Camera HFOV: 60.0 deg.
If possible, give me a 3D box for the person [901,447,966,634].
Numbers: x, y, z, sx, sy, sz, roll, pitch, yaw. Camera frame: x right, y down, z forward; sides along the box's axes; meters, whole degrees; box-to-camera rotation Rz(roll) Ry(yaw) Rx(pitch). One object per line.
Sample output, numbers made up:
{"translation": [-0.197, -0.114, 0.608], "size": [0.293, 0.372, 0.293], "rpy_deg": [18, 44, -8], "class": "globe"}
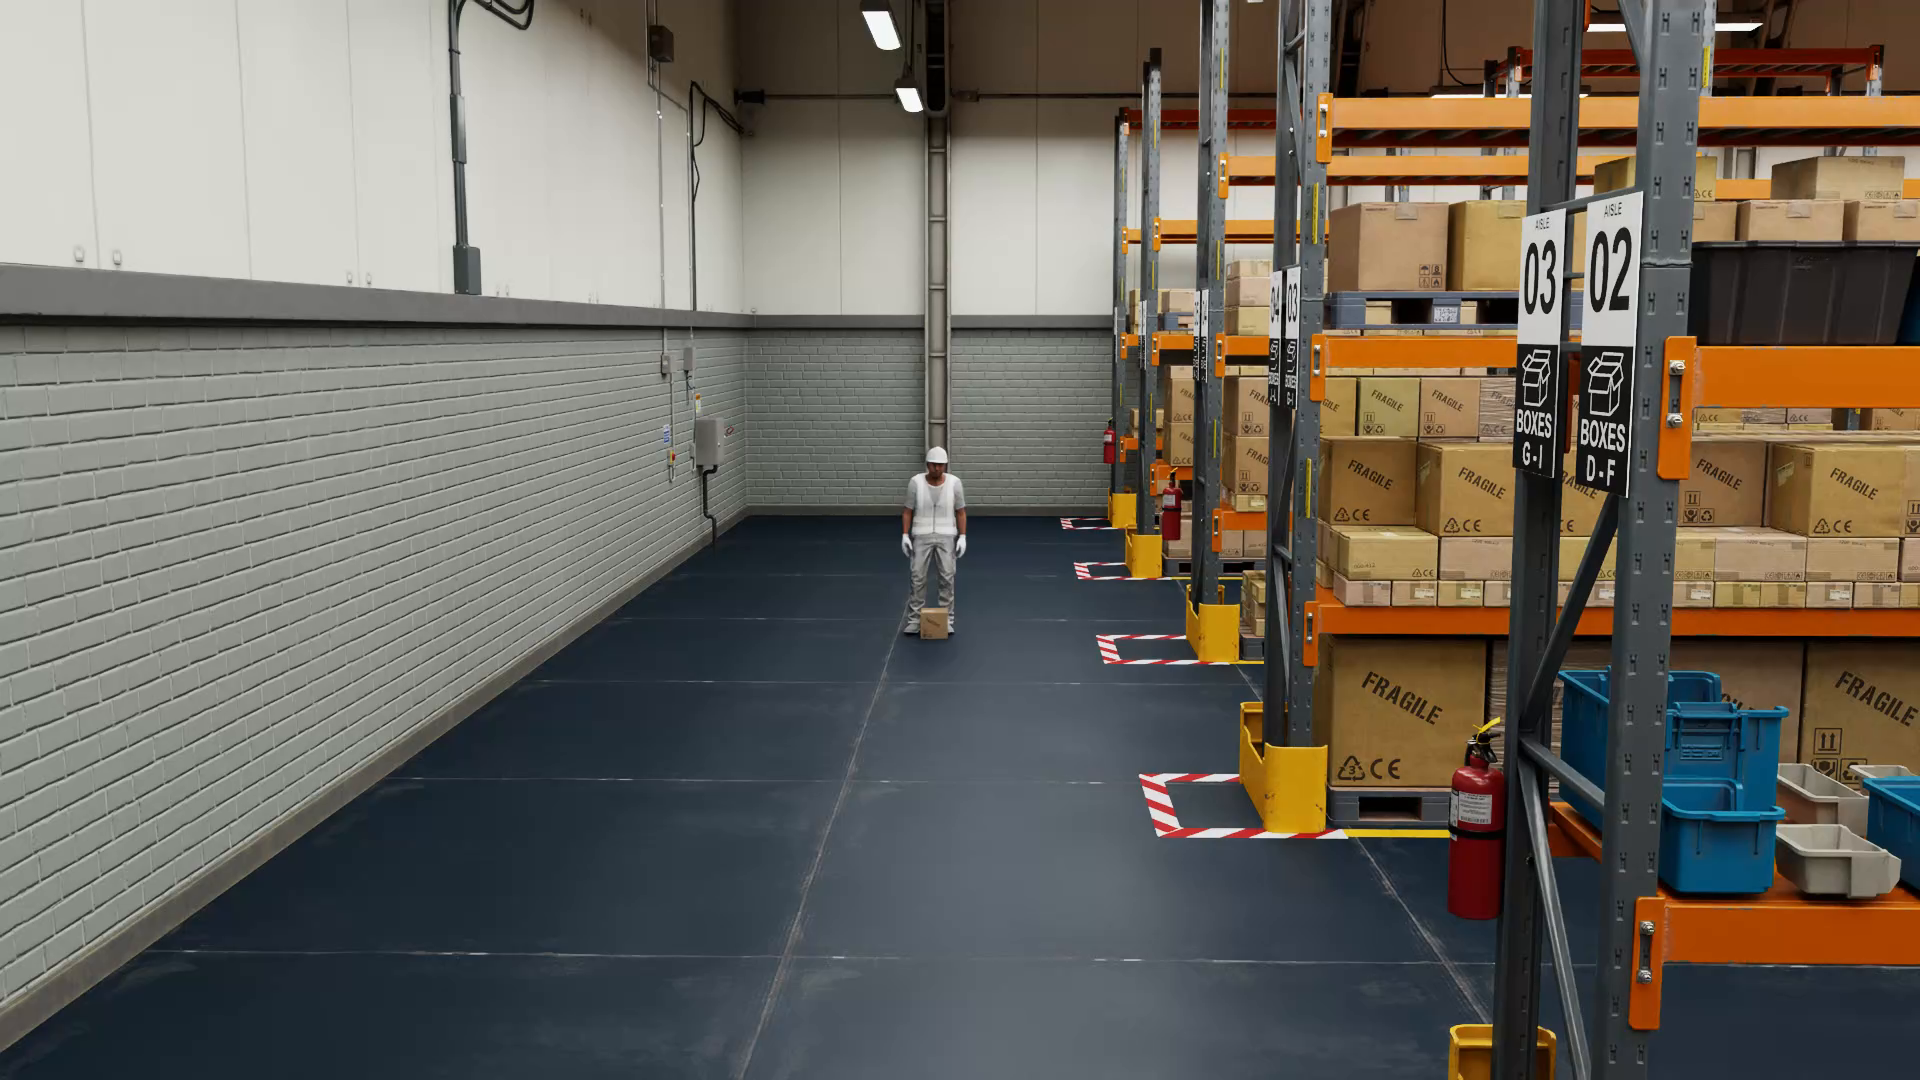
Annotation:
{"translation": [-0.246, 0.000, 15.732], "size": [0.617, 1.772, 0.452], "rpy_deg": [0, 7, -2], "class": "person"}
